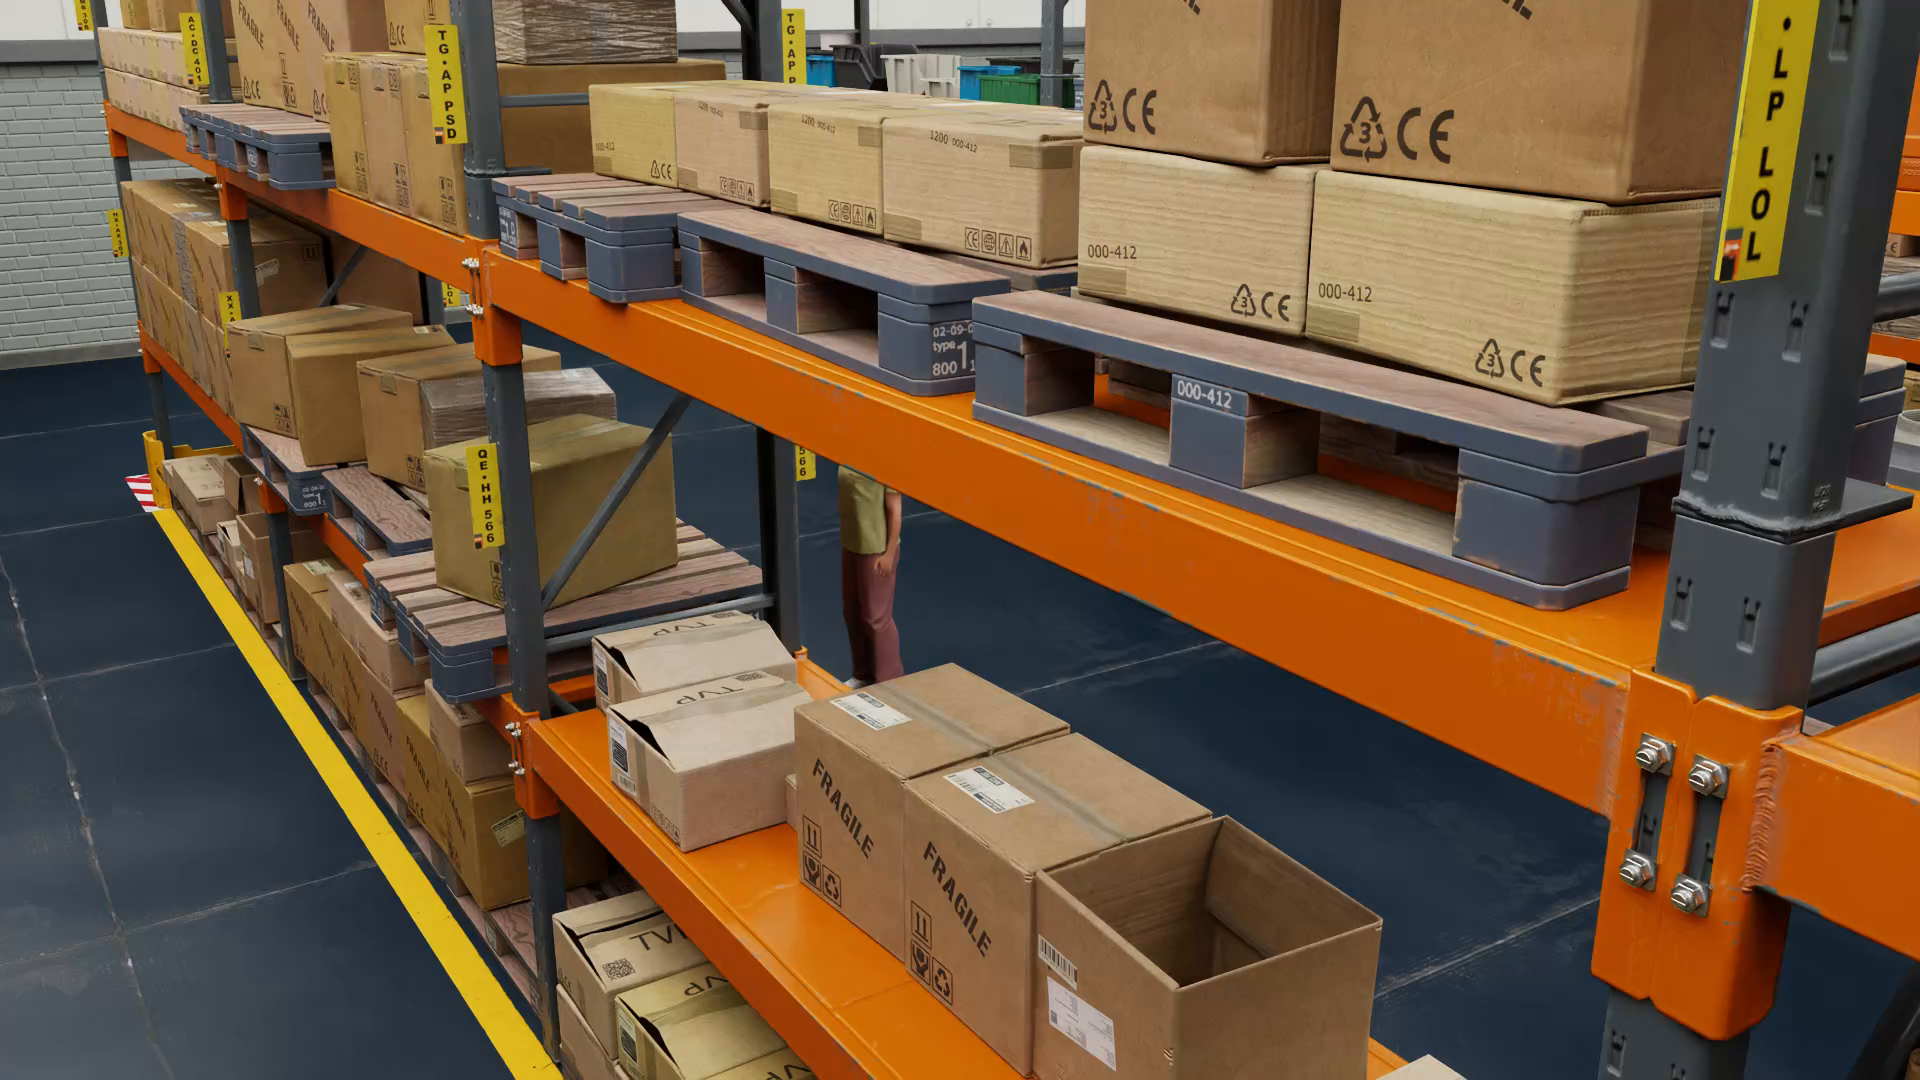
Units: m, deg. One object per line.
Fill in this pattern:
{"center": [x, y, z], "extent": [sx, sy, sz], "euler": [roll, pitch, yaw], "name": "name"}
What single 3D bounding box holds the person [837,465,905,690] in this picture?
{"center": [-0.439, 0.040, 8.447], "extent": [0.364, 1.671, 0.442], "euler": [-11, 21, -30], "name": "person"}
